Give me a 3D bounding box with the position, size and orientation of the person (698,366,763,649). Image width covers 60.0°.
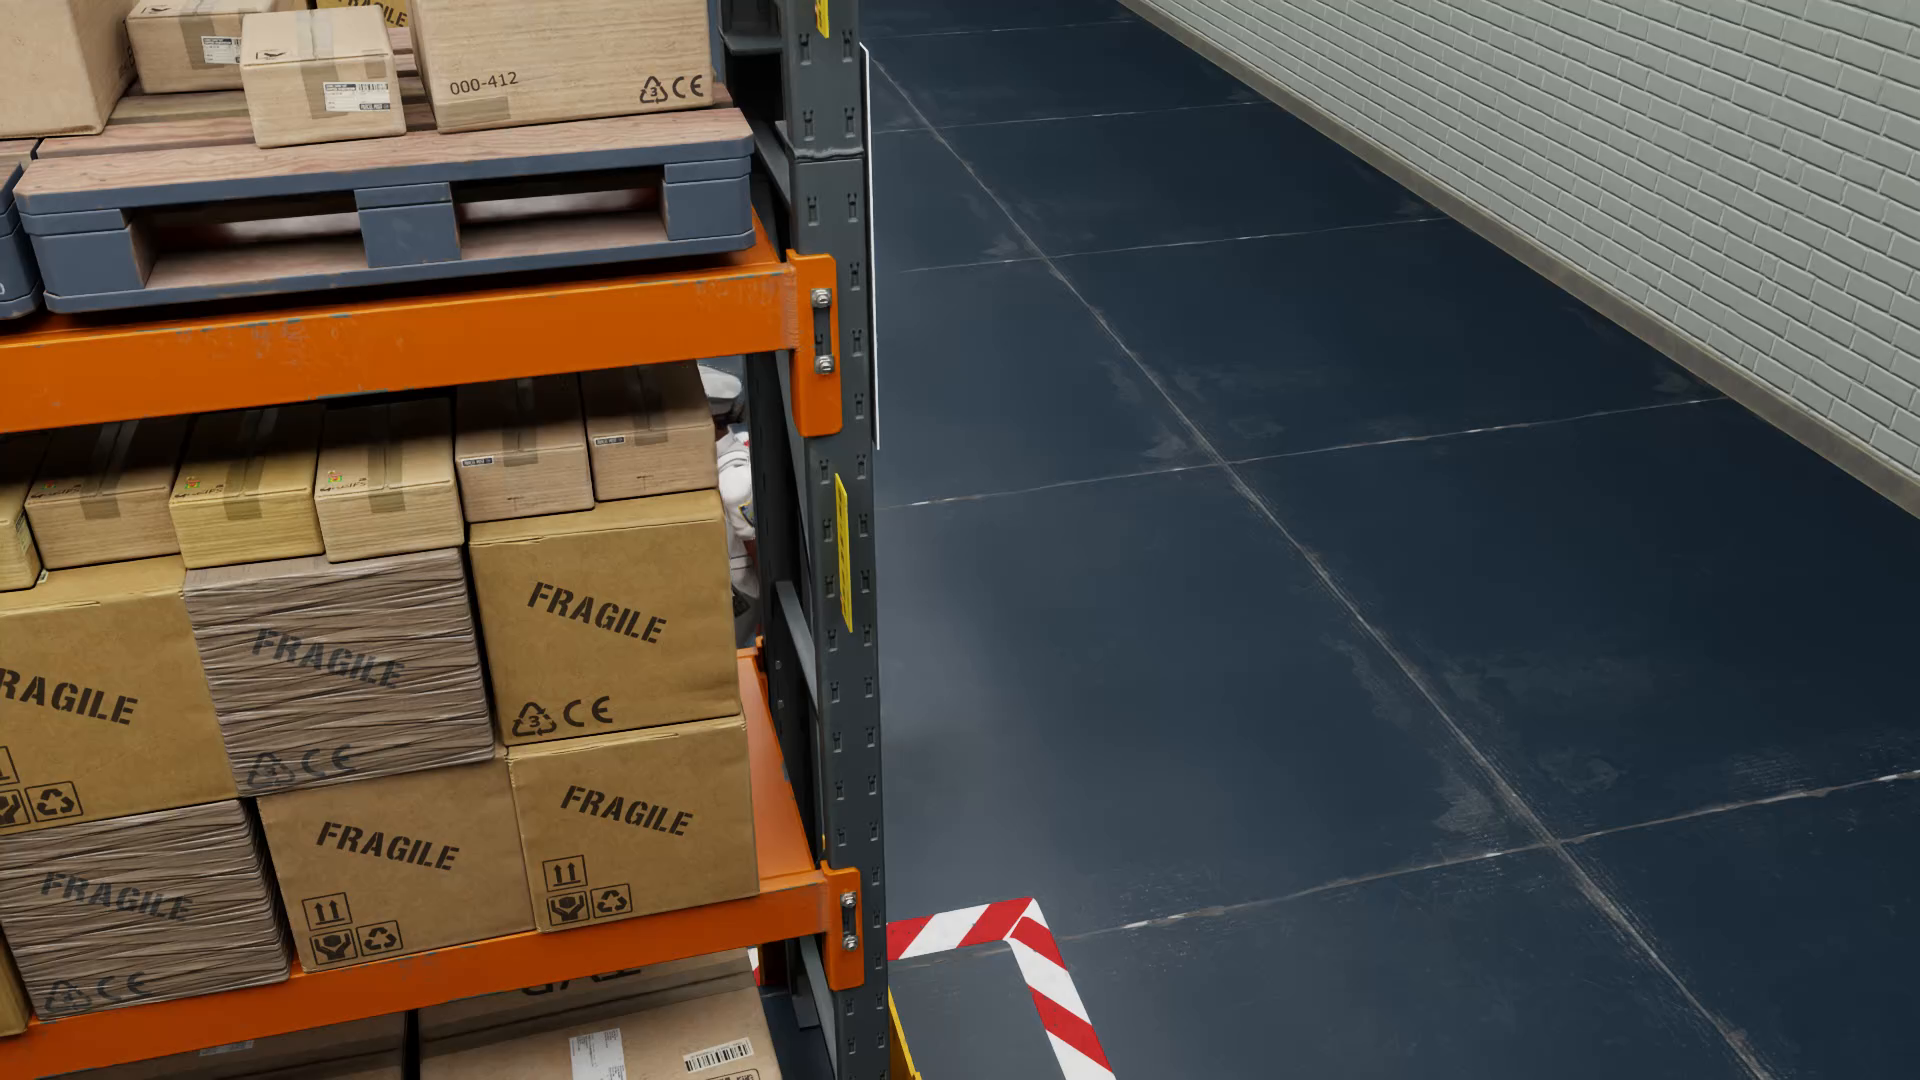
[{"bbox_3d":[-0.924,0.201,5.763,0.764,1.662,0.494,-14,33,-22],"label":"person"}]
